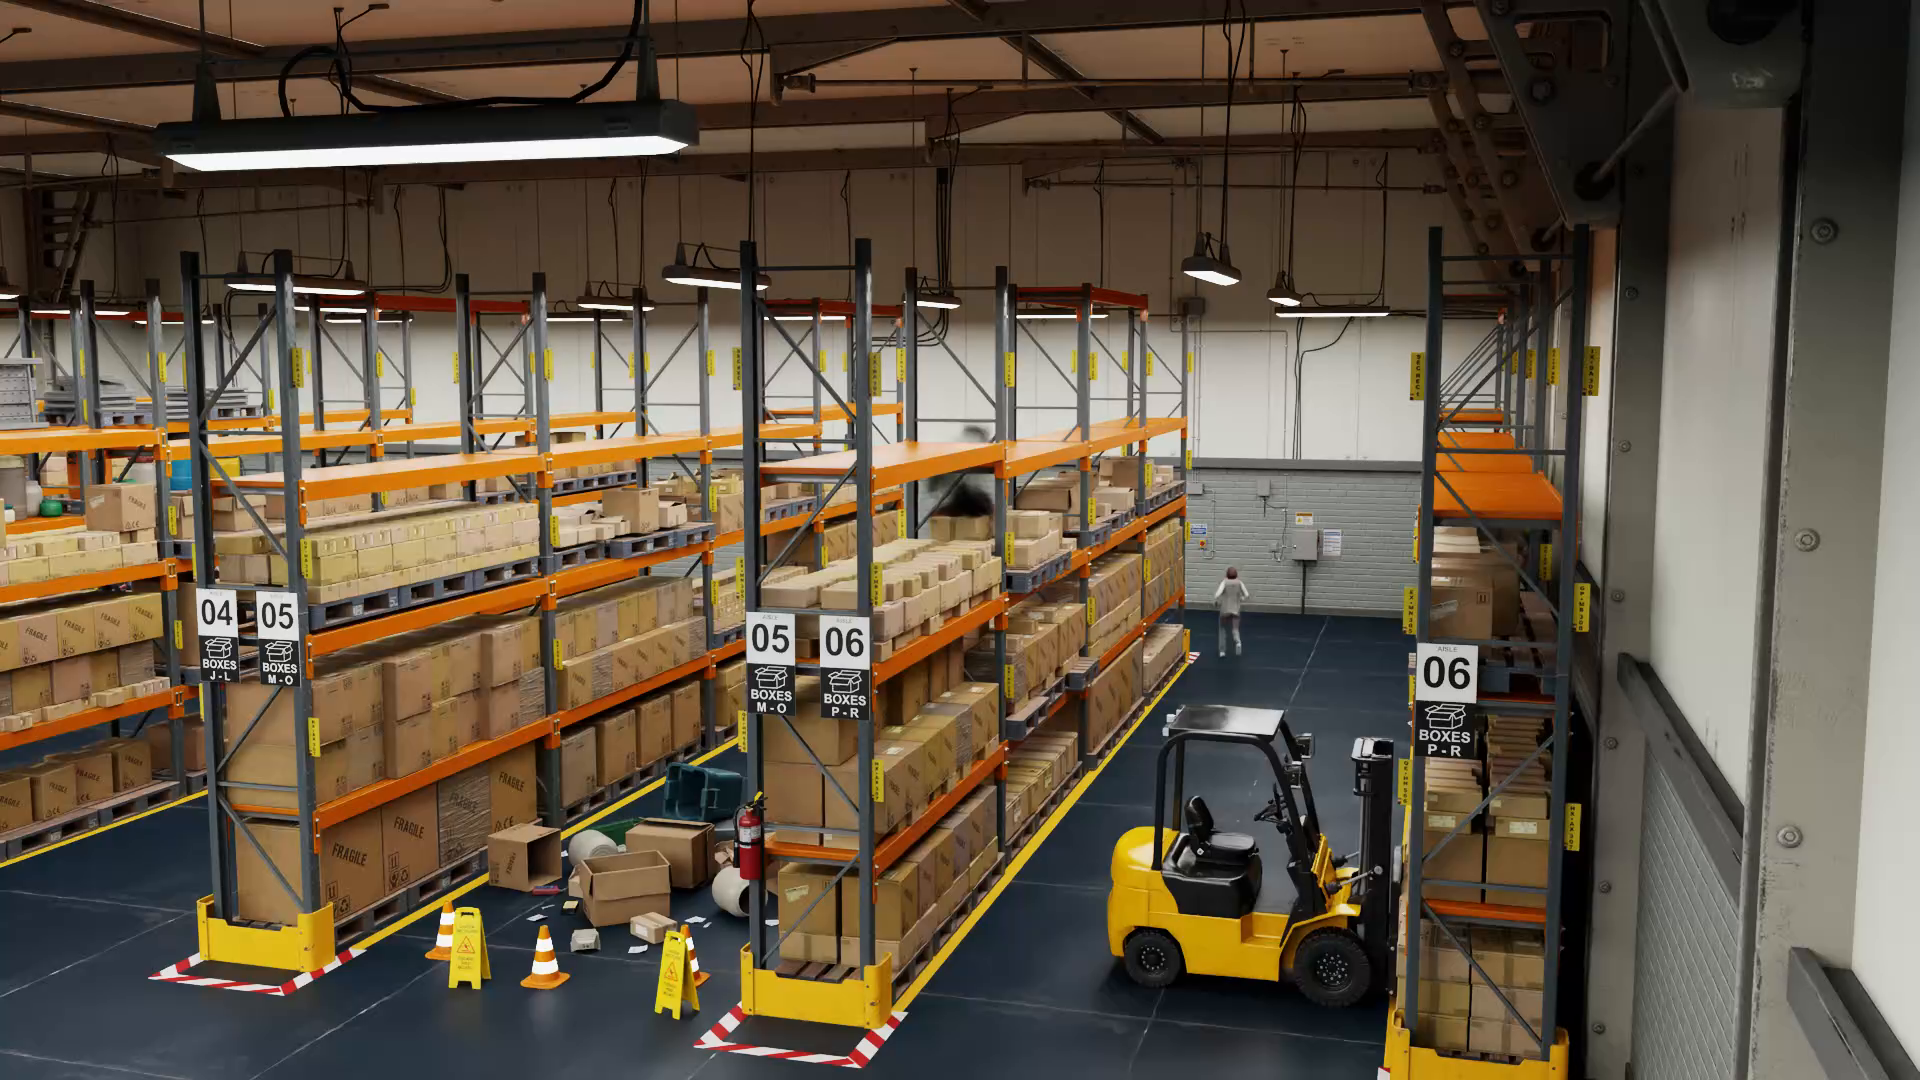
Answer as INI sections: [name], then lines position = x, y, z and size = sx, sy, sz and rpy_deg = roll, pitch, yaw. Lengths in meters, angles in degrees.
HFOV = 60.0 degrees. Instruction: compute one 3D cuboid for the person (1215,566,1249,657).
[person]
position = 4.583, 1.247, 28.109
size = 0.602, 1.607, 0.757
rpy_deg = -1, 6, -6
